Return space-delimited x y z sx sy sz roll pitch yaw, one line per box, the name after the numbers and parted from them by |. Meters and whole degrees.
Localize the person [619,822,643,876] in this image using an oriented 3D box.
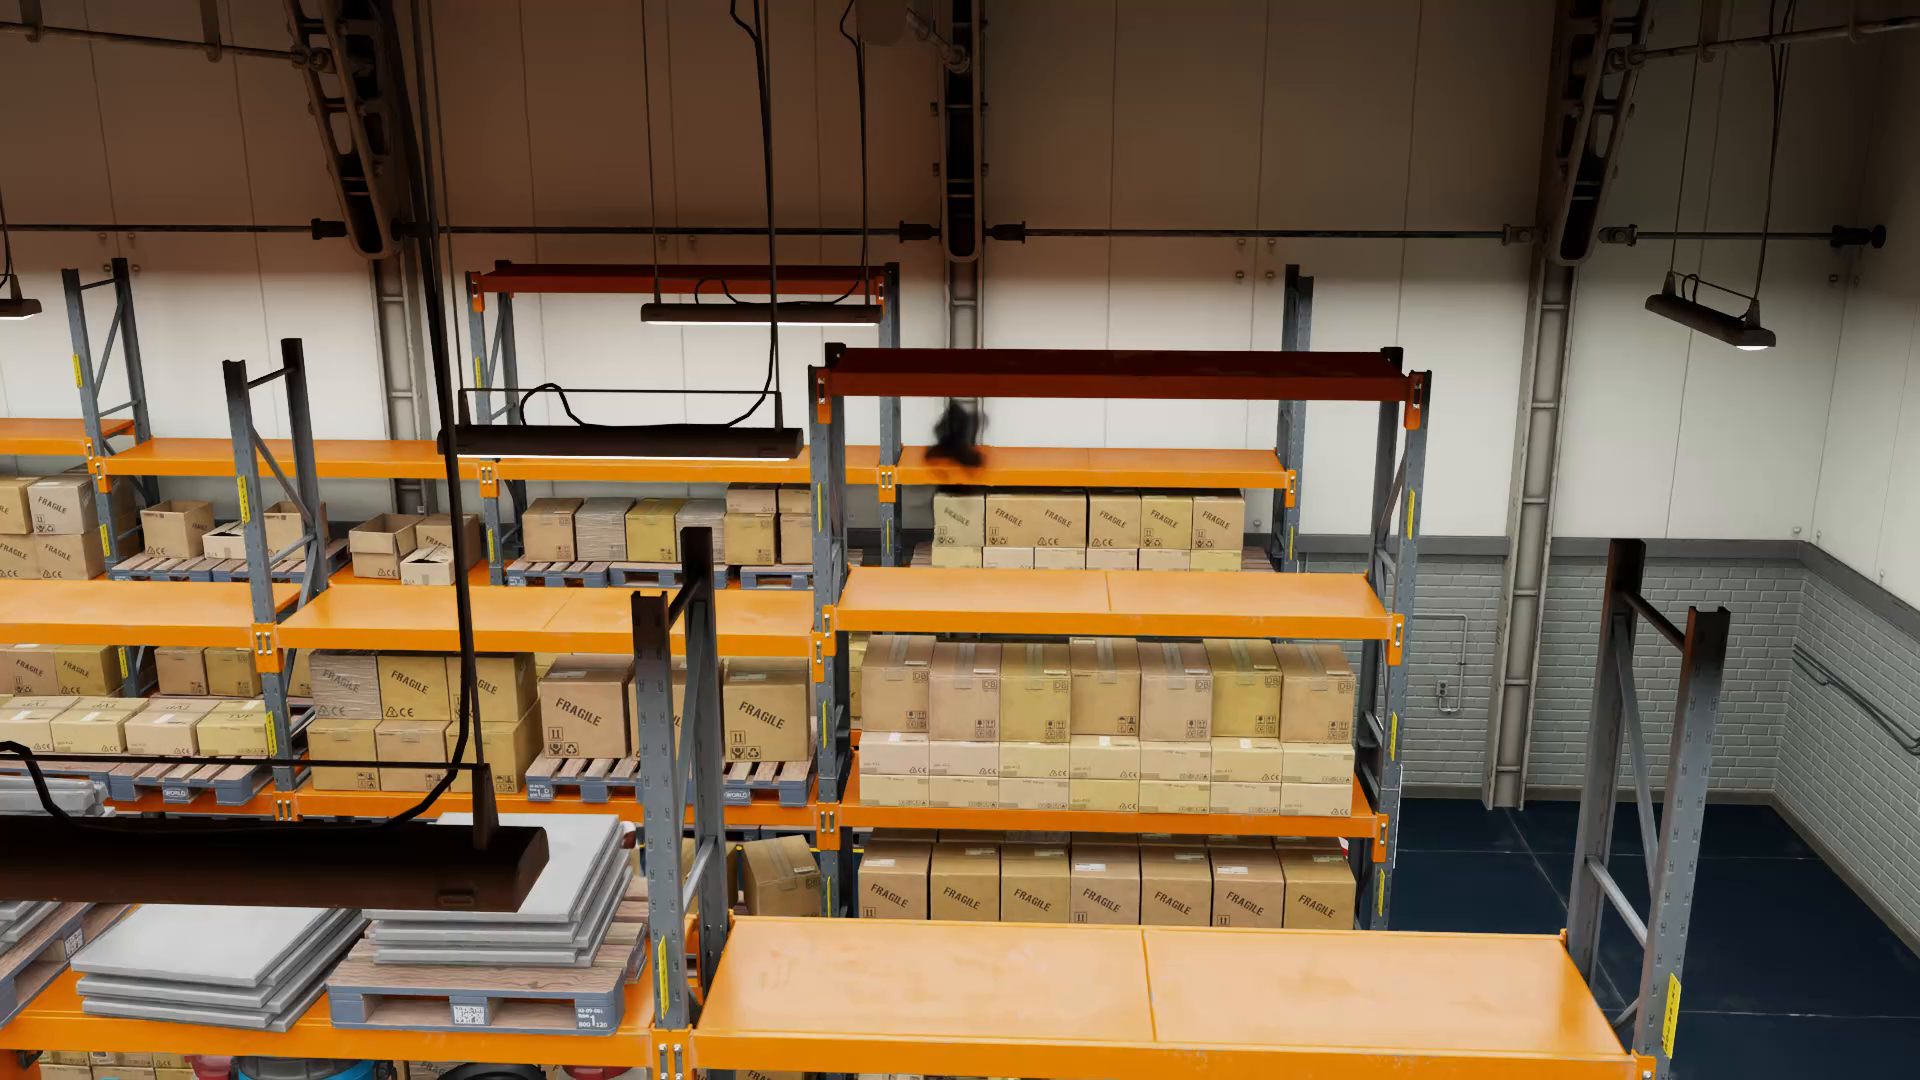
-3.004 2.842 14.652 0.827 1.808 0.723 0 16 2 | person
